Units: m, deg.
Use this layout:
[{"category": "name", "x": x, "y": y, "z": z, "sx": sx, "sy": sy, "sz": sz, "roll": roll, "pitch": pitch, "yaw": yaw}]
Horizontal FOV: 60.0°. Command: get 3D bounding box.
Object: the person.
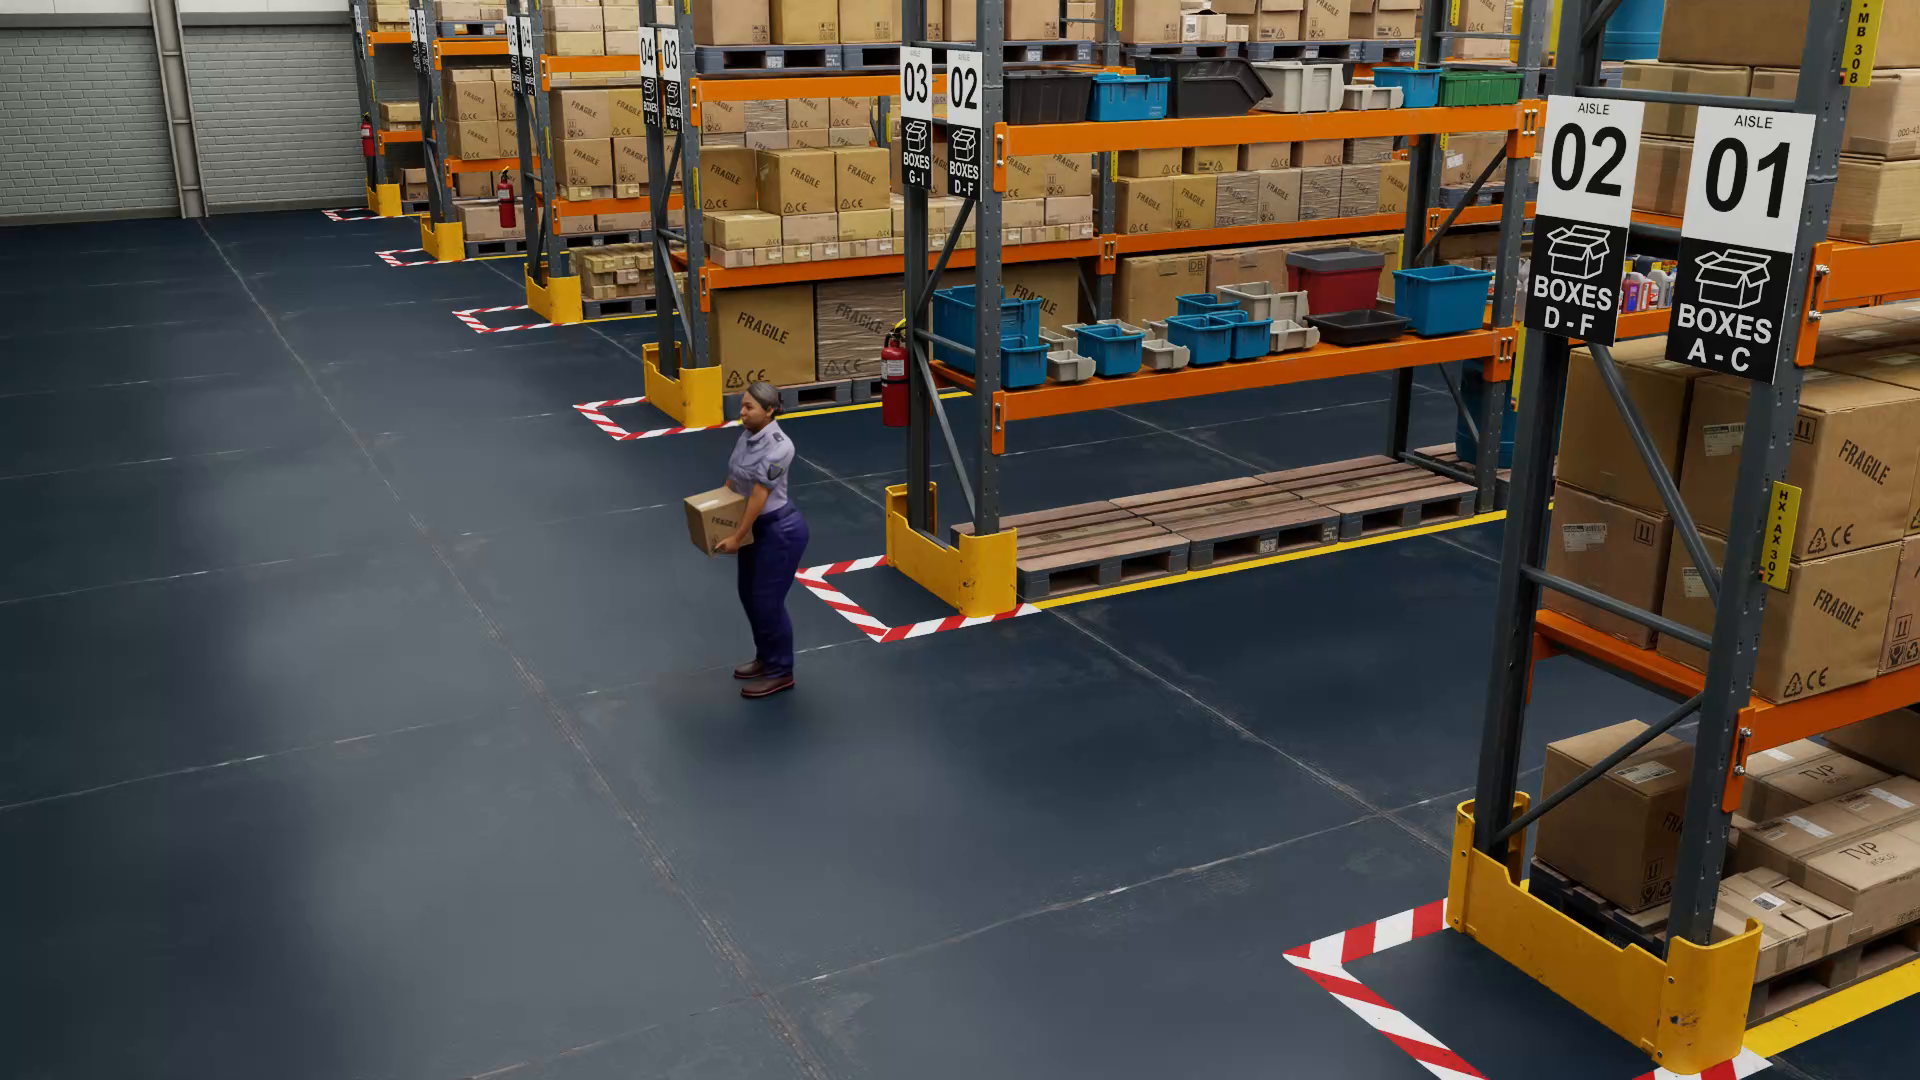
[{"category": "person", "x": -1.064, "y": -0.007, "z": 8.622, "sx": 0.535, "sy": 1.646, "sz": 0.435, "roll": -10, "pitch": 21, "yaw": -28}]
